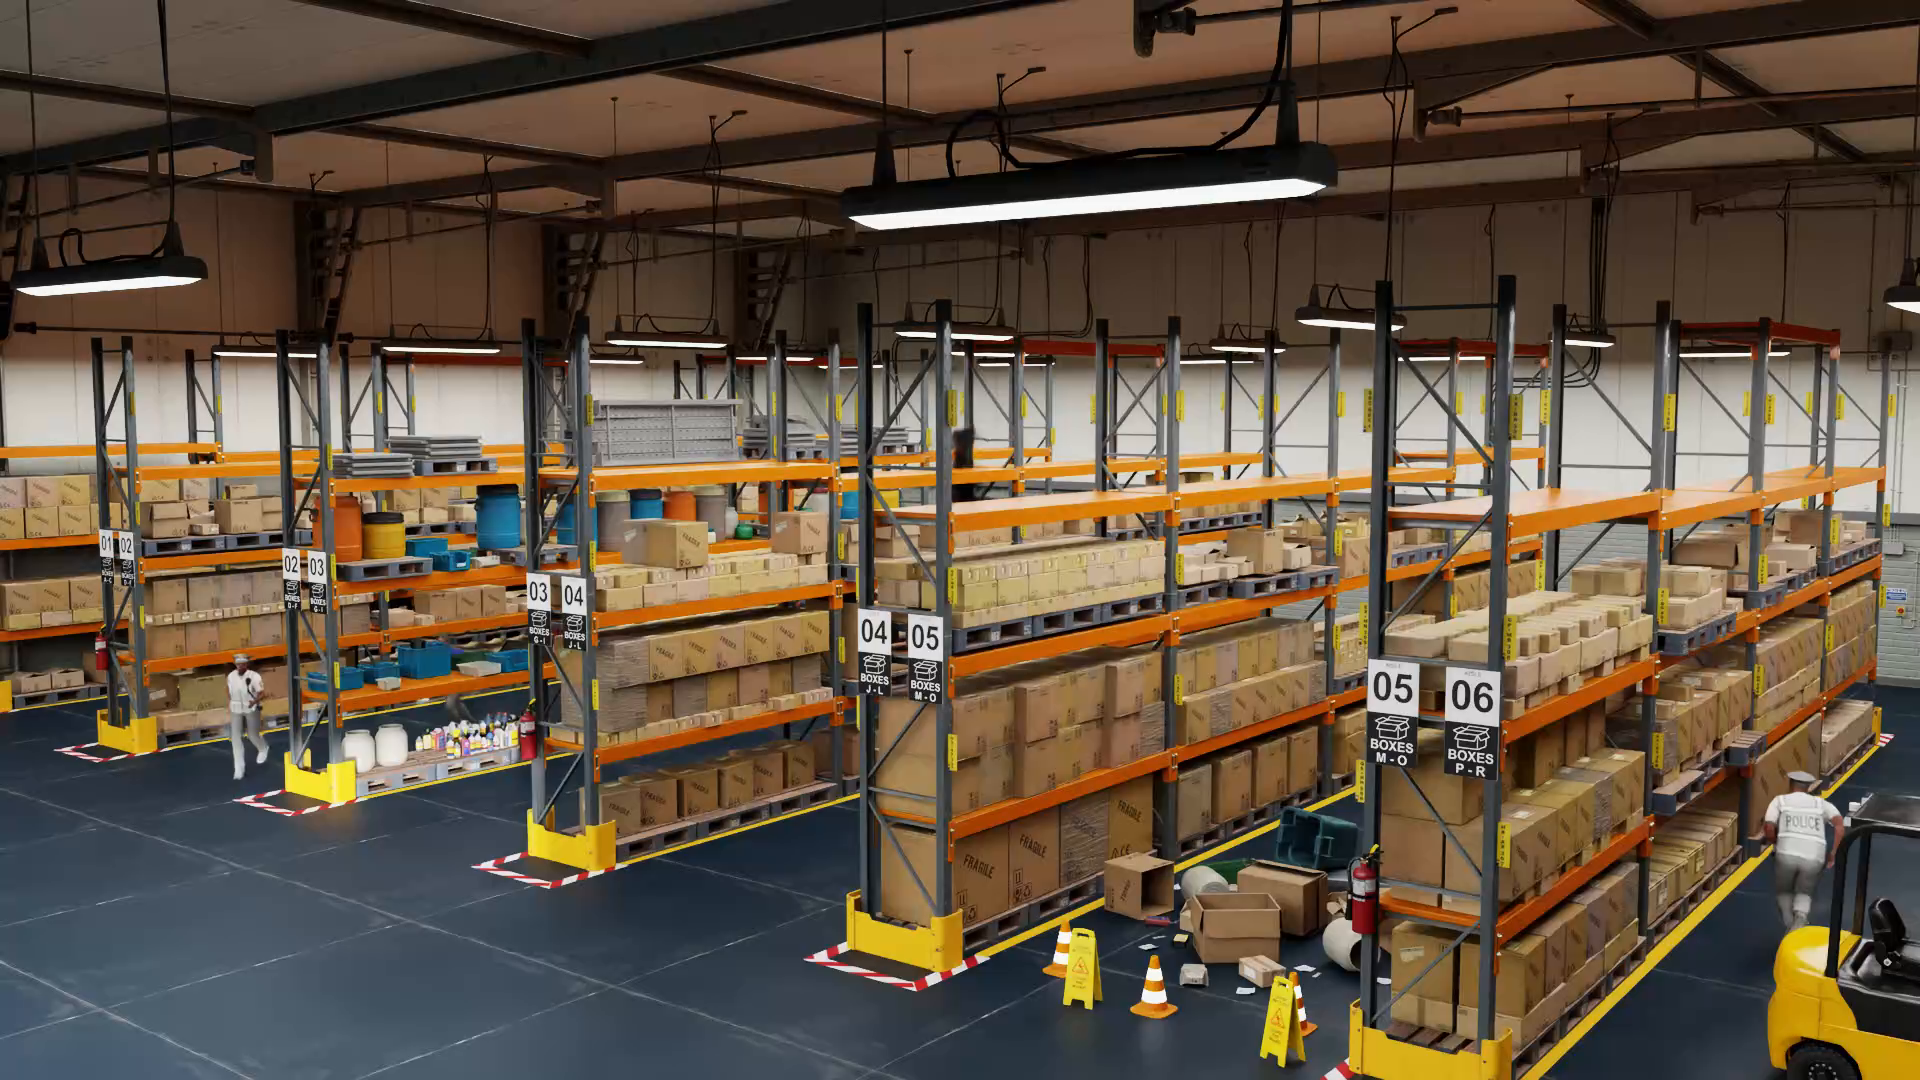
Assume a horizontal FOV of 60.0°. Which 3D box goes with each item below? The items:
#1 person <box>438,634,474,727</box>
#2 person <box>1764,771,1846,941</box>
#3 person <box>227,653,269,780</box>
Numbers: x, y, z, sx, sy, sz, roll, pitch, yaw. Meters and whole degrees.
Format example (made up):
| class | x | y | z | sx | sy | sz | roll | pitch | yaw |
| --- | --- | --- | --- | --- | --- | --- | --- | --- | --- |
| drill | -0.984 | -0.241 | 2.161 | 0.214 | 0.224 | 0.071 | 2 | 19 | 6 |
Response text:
| class | x | y | z | sx | sy | sz | roll | pitch | yaw |
| --- | --- | --- | --- | --- | --- | --- | --- | --- | --- |
| person | -7.613 | 2.196 | 25.027 | 0.572 | 1.626 | 0.949 | 2 | 5 | 24 |
| person | 7.959 | 3.036 | 15.702 | 0.685 | 1.564 | 0.874 | 2 | 6 | 26 |
| person | -9.756 | 2.364 | 22.740 | 0.550 | 1.697 | 0.874 | -1 | 5 | -7 |
